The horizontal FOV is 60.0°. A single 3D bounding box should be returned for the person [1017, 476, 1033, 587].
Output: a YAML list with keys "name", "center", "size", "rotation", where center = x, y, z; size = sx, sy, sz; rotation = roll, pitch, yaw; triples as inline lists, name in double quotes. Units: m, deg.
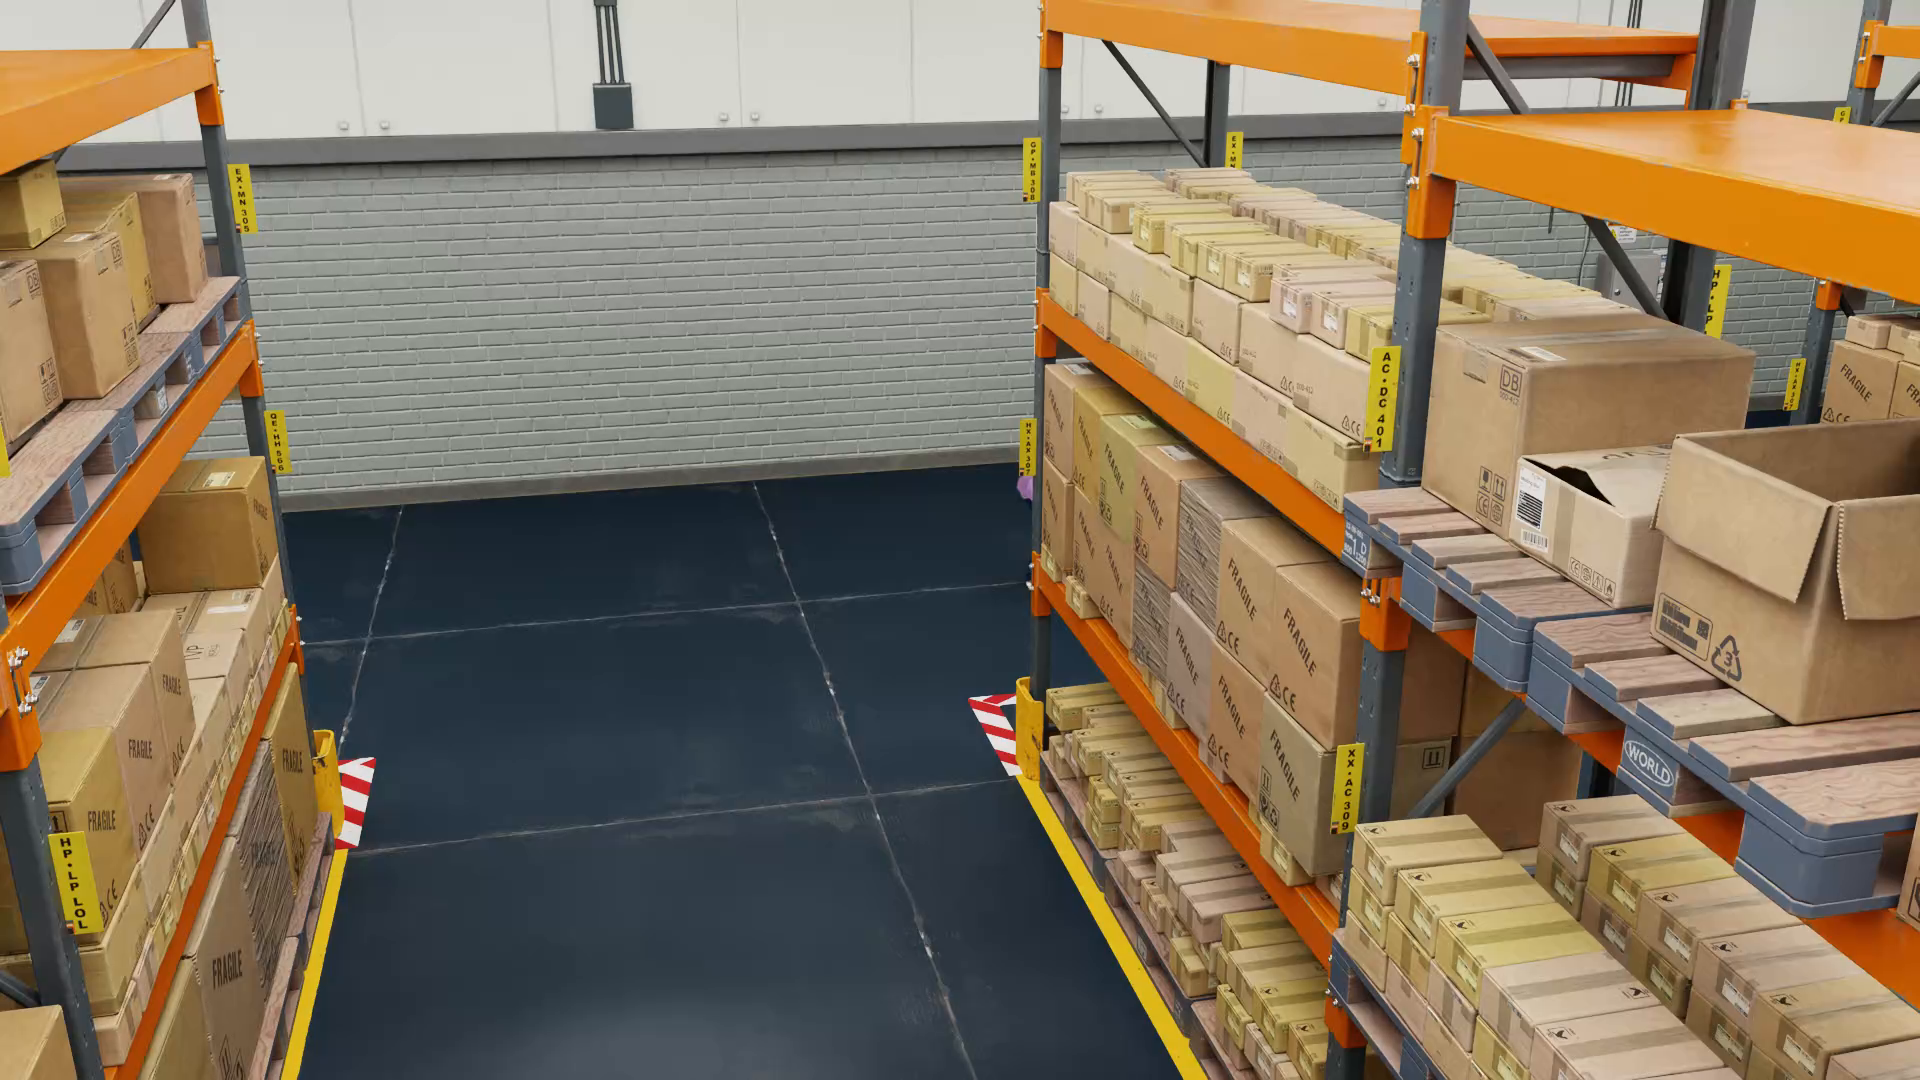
- name: "person"
  center: [0.834, -0.156, 12.232]
  size: [0.848, 1.114, 0.382]
  rotation: [-5, 21, -14]
